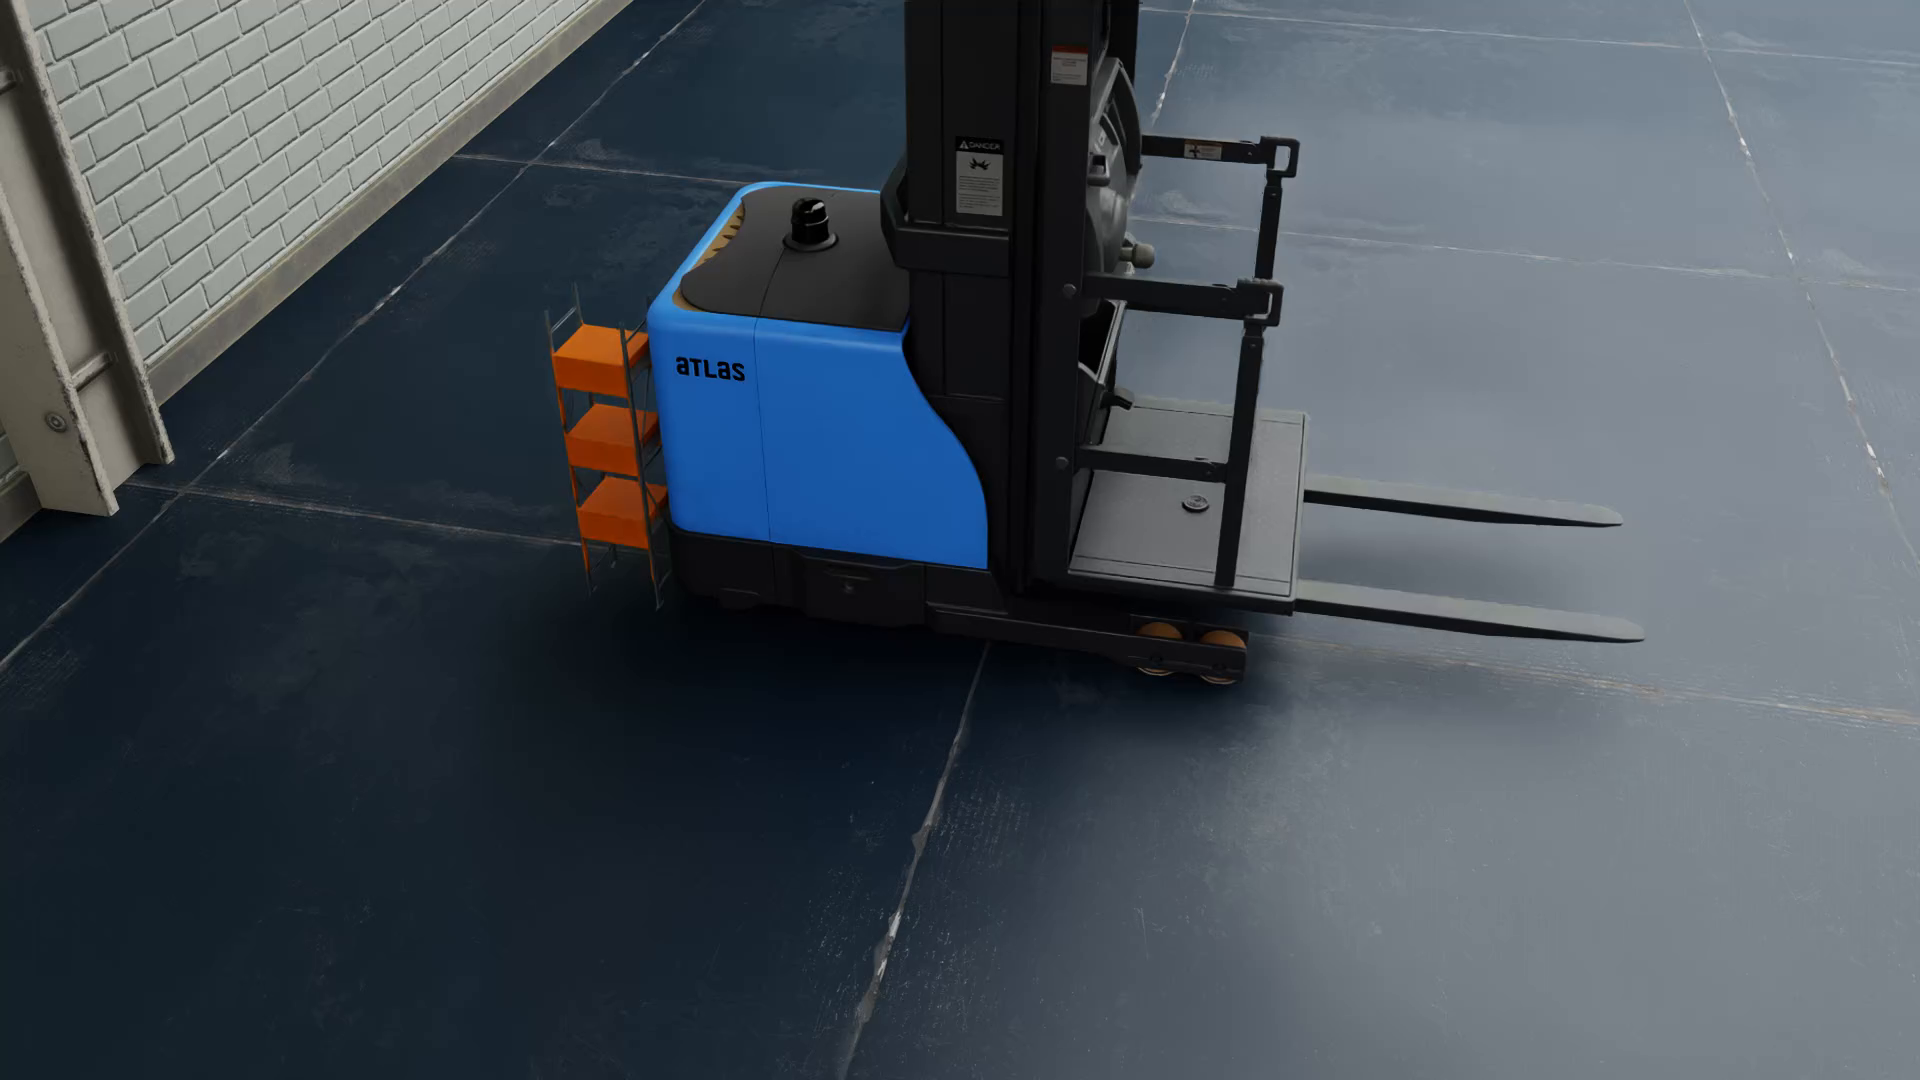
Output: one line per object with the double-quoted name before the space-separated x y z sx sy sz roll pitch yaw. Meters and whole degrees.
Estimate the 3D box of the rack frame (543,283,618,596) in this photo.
"rack frame" -1.194 -0.298 5.266 0.008 1.050 0.200 10 37 13

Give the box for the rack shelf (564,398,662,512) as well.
"rack shelf" -1.077 -0.269 5.245 0.240 0.259 0.215 10 37 13

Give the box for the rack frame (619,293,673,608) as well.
"rack frame" -0.959 -0.258 5.211 0.008 1.050 0.200 10 37 13

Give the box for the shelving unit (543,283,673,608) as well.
"shelving unit" -1.077 -0.278 5.239 0.252 1.050 0.215 10 37 13

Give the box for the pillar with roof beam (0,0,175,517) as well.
"pillar with roof beam" 1.101 -3.319 2.662 9.100 9.000 0.400 7 37 10

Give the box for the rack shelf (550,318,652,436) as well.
"rack shelf" -1.077 -0.499 5.078 0.240 0.259 0.215 10 37 13

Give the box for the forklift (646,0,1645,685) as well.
"forklift" 0.631 -1.083 4.747 3.031 2.935 1.130 7 37 10

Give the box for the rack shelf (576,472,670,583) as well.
"rack shelf" -1.077 -0.044 5.408 0.240 0.259 0.215 10 37 13
